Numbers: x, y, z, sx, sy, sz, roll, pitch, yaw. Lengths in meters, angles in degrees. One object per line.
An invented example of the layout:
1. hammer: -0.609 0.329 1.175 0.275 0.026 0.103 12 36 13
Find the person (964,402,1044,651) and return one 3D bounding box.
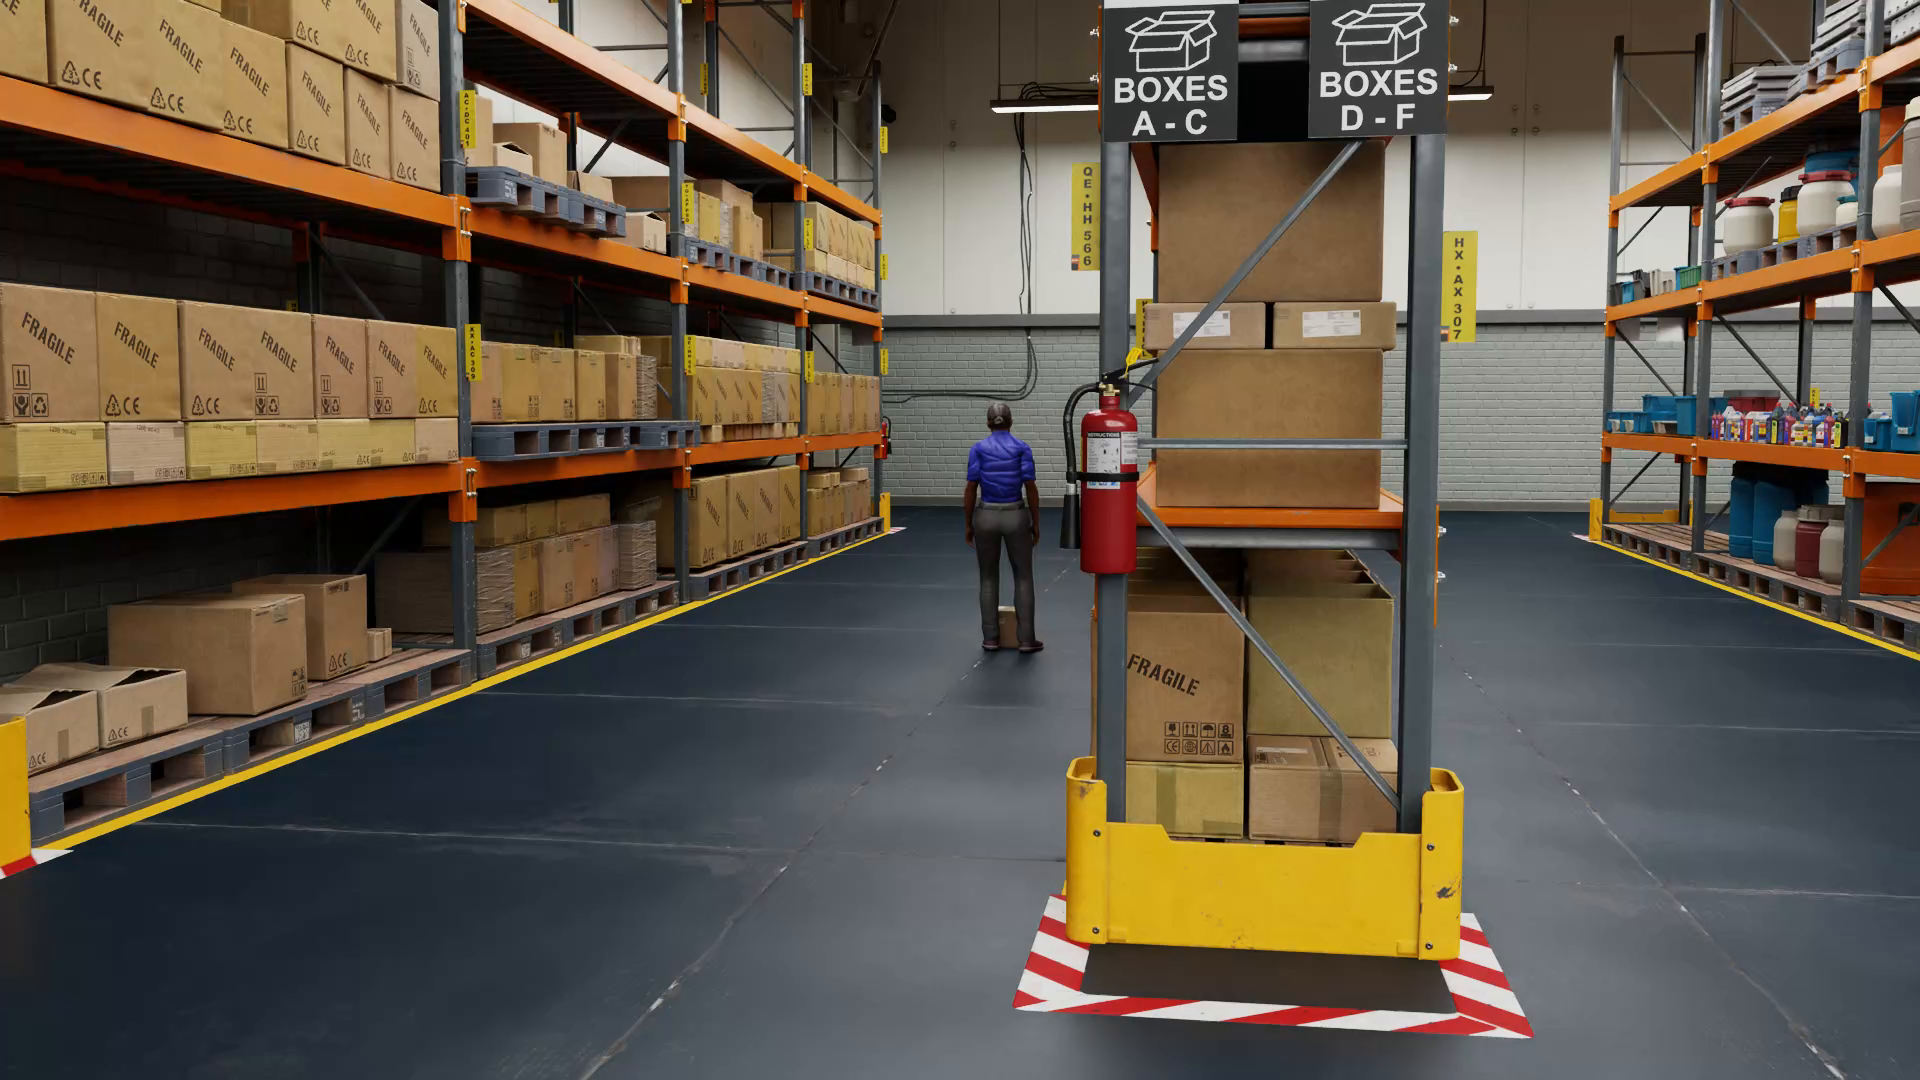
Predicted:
1. person: 0.296 -0.090 11.063 0.528 1.653 0.403 0 5 6
